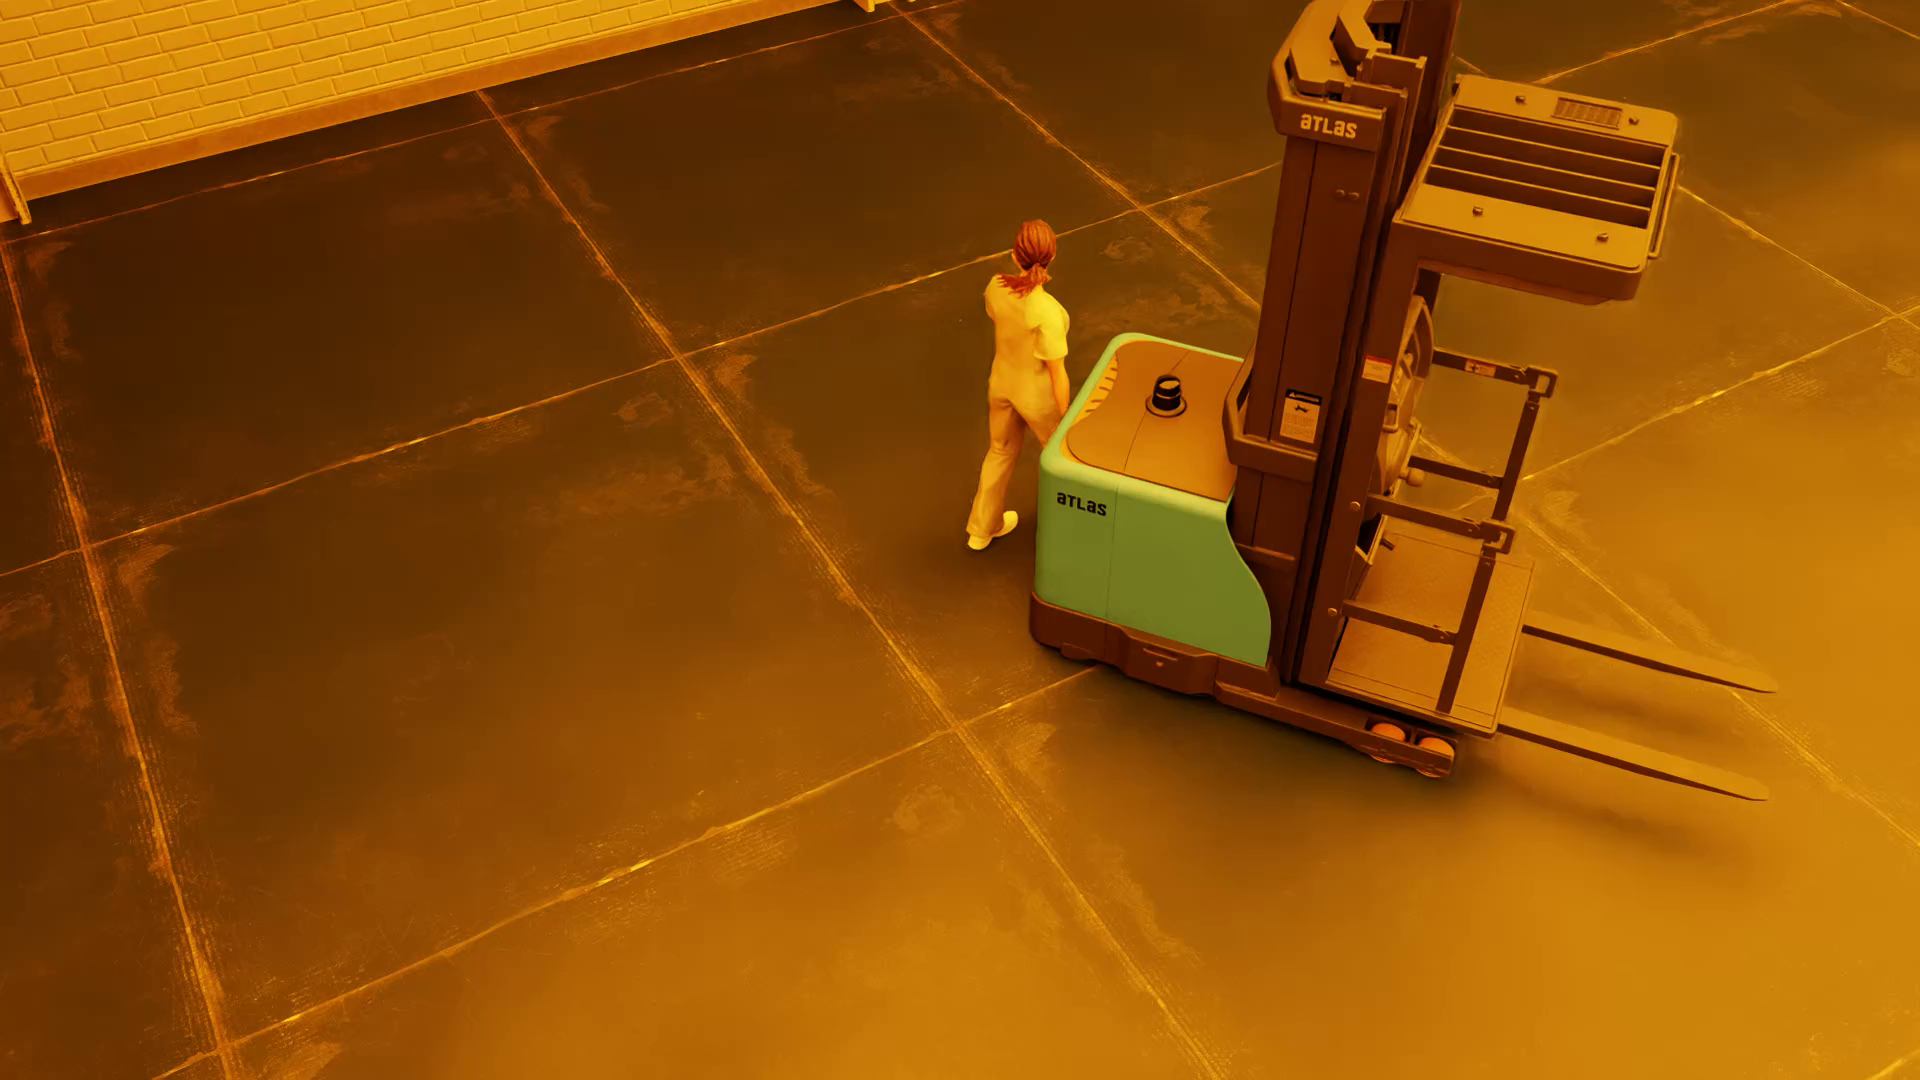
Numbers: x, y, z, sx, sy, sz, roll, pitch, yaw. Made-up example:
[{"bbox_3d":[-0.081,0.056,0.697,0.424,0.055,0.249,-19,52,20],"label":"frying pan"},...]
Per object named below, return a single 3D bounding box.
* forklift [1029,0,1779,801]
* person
[{"bbox_3d":[1.870,-0.518,6.257,3.031,2.935,1.130,16,45,17],"label":"forklift"},{"bbox_3d":[0.386,-0.716,7.428,0.824,1.633,0.626,-34,52,-31],"label":"person"}]
